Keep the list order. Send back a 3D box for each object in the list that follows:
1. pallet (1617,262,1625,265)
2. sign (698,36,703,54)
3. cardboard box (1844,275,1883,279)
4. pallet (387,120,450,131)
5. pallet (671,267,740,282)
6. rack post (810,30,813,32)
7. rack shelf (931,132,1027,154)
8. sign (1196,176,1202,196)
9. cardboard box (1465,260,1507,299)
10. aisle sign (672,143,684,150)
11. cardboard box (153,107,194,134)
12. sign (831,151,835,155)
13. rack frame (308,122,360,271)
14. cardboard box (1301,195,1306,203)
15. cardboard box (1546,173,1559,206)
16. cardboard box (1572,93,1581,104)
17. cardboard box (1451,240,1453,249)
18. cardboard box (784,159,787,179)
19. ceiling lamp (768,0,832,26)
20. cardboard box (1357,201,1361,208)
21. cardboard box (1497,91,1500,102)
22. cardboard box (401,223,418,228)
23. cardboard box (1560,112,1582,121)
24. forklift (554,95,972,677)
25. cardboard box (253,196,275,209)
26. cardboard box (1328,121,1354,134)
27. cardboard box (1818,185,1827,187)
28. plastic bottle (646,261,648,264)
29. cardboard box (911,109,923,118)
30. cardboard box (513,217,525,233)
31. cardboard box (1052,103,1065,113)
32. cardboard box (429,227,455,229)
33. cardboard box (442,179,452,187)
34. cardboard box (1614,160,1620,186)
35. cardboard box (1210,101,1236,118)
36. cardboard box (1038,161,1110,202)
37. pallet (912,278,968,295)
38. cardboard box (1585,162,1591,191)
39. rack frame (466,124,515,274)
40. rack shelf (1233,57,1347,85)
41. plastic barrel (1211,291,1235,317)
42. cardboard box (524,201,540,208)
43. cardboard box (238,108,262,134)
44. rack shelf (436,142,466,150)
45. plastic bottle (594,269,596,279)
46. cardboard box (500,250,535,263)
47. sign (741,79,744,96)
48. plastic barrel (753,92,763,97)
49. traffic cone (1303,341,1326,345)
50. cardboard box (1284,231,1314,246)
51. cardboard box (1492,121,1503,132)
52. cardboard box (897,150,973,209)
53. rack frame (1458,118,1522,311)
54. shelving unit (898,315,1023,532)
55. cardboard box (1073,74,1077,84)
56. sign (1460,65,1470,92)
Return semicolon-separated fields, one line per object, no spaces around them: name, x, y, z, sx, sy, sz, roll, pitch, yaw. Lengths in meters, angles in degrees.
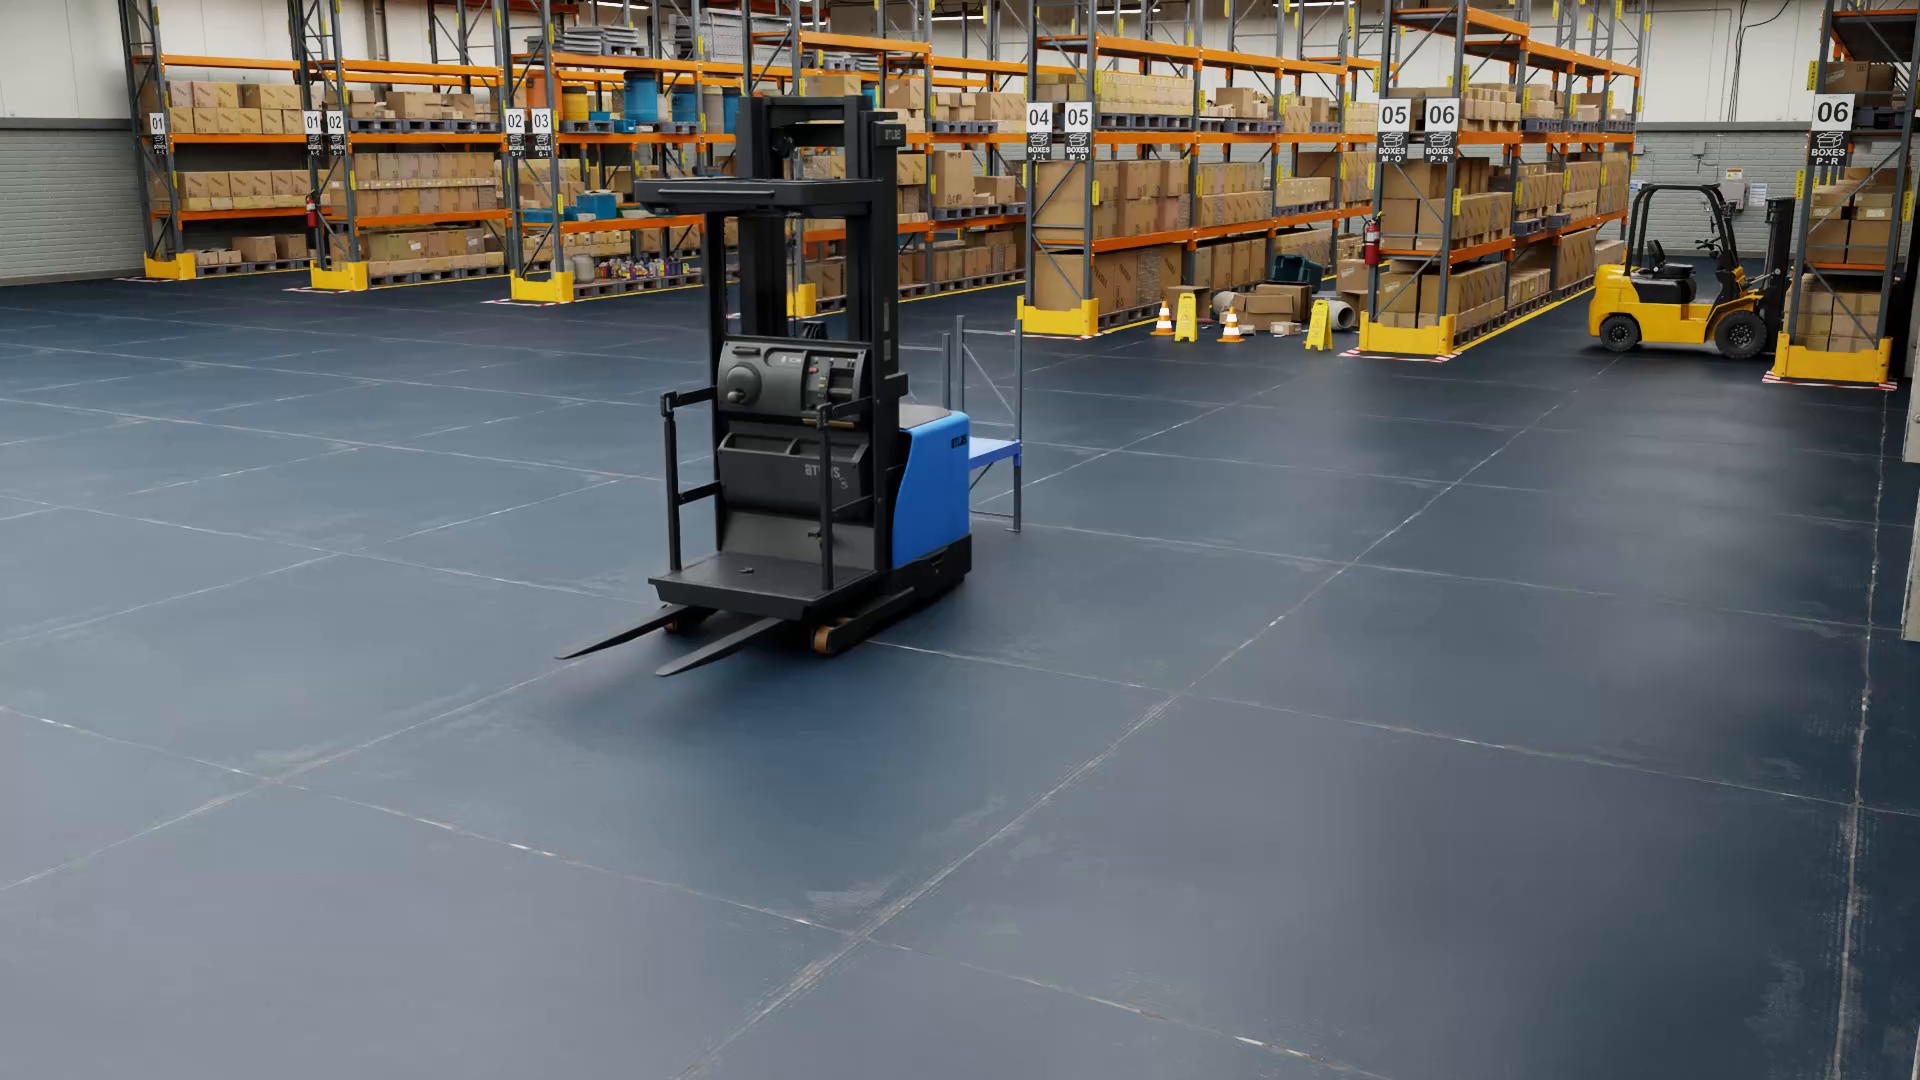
pallet;13.209;-5.666;34.587;1.003;0.211;1.213;7;15;28
sign;-4.809;-9.167;30.803;0.100;0.325;0.005;7;15;28
cardboard box;11.772;-3.296;21.643;0.500;0.250;0.500;7;15;27
pallet;-10.600;-7.967;31.967;1.003;0.211;1.213;7;15;28
pallet;-4.940;-5.227;32.763;1.003;0.211;1.213;7;15;28
rack post;-3.061;-10.576;35.099;0.624;0.289;0.986;7;15;28
rack shelf;0.017;-7.374;30.857;1.077;0.370;4.000;7;15;28
sign;3.830;-5.670;26.635;0.100;0.325;0.005;7;15;28
cardboard box;7.675;-3.813;24.320;0.500;0.500;0.500;7;15;27
aisle sign;-7.859;-11.246;46.233;0.394;0.787;0.004;7;15;28
cardboard box;-15.511;-8.275;32.803;0.500;0.500;0.500;8;16;30
sign;-3.342;-10.090;43.842;0.100;0.325;0.005;7;15;28
rack frame;-11.553;-6.158;30.677;1.000;3.000;0.127;7;15;28
cardboard box;6.436;-6.570;32.025;0.380;0.149;0.250;7;15;26
cardboard box;9.443;-5.719;27.110;0.500;0.500;0.500;7;15;27
cardboard box;12.217;-8.416;32.311;0.797;0.503;0.637;9;16;32
cardboard box;6.247;-3.890;21.804;0.380;0.149;0.250;8;16;29
cardboard box;-2.834;-5.855;26.439;0.500;0.500;0.500;7;15;28
ceiling lamp;-4.648;-16.020;46.328;2.000;3.185;0.800;7;15;28
cardboard box;8.228;-7.089;35.073;0.380;0.149;0.250;8;16;30
cardboard box;7.195;-6.093;22.841;0.380;0.149;0.250;8;15;29
cardboard box;-12.901;-7.354;38.430;0.500;0.250;0.500;7;15;28
cardboard box;10.810;-7.518;29.520;0.380;0.166;0.250;9;16;33
forklift;-1.033;-0.916;9.078;1.130;2.935;3.031;7;15;26
cardboard box;-14.641;-7.035;34.591;0.500;0.250;0.500;8;15;29
cardboard box;7.666;-8.365;33.749;0.500;0.250;0.500;8;16;31
cardboard box;11.659;-4.648;22.181;0.380;0.149;0.250;8;16;29
plastic bottle;-5.769;-5.019;30.808;0.061;0.283;0.133;7;15;28
cardboard box;-0.854;-7.335;28.629;0.380;0.149;0.250;8;16;30
cardboard box;-11.125;-7.834;41.319;0.750;0.750;0.750;7;15;28
cardboard box;1.274;-6.148;23.660;0.380;0.149;0.250;7;15;28
cardboard box;-10.353;-6.048;33.589;0.500;0.500;0.500;7;15;28
cardboard box;-10.179;-7.002;32.581;0.380;0.149;0.250;8;16;30
cardboard box;12.788;-7.289;33.021;0.500;0.500;0.500;7;15;28
cardboard box;4.434;-7.278;28.101;0.396;0.266;0.258;7;15;28
cardboard box;1.623;-5.122;23.755;0.875;0.550;0.550;7;15;28
pallet;-0.574;-4.660;30.412;1.003;0.211;1.213;7;15;28
cardboard box;11.091;-6.580;30.080;0.500;0.500;0.500;8;16;30
rack frame;-9.619;-6.979;34.081;1.000;3.000;0.127;7;15;28
rack shelf;6.244;-8.876;31.539;1.077;0.370;4.000;7;15;28
plastic barrel;4.138;-3.614;25.621;0.421;0.421;0.512;-5;14;-20
cardboard box;-9.012;-7.015;34.768;0.380;0.149;0.250;7;15;28
cardboard box;-14.732;-8.601;34.153;0.500;0.500;0.500;8;16;31
rack shelf;-12.991;-9.058;37.840;1.077;0.370;4.000;7;15;28
plastic bottle;-6.715;-4.876;30.391;0.097;0.201;0.097;0;14;0
cardboard box;-9.208;-5.901;34.581;0.500;0.250;0.500;7;15;27
sign;-3.359;-6.991;25.841;0.100;0.325;0.005;7;15;28
plastic barrel;-4.255;-8.626;33.598;0.600;0.830;0.708;7;15;28
traffic cone;4.871;-2.913;22.630;0.336;0.463;0.334;7;15;28
cardboard box;6.569;-5.872;32.329;0.500;0.250;0.500;7;15;26
cardboard box;7.330;-5.760;23.162;0.380;0.149;0.250;8;16;30
cardboard box;-0.443;-6.499;29.913;1.000;1.000;1.000;7;15;28
rack frame;7.726;-4.733;24.765;1.000;3.000;0.127;7;15;28
shelving unit;-0.041;-0.712;11.285;0.538;1.500;1.048;7;15;28
cardboard box;1.522;-6.640;24.001;0.380;0.149;0.250;8;16;29
sign;6.267;-5.734;20.652;0.100;0.325;0.005;7;15;28
